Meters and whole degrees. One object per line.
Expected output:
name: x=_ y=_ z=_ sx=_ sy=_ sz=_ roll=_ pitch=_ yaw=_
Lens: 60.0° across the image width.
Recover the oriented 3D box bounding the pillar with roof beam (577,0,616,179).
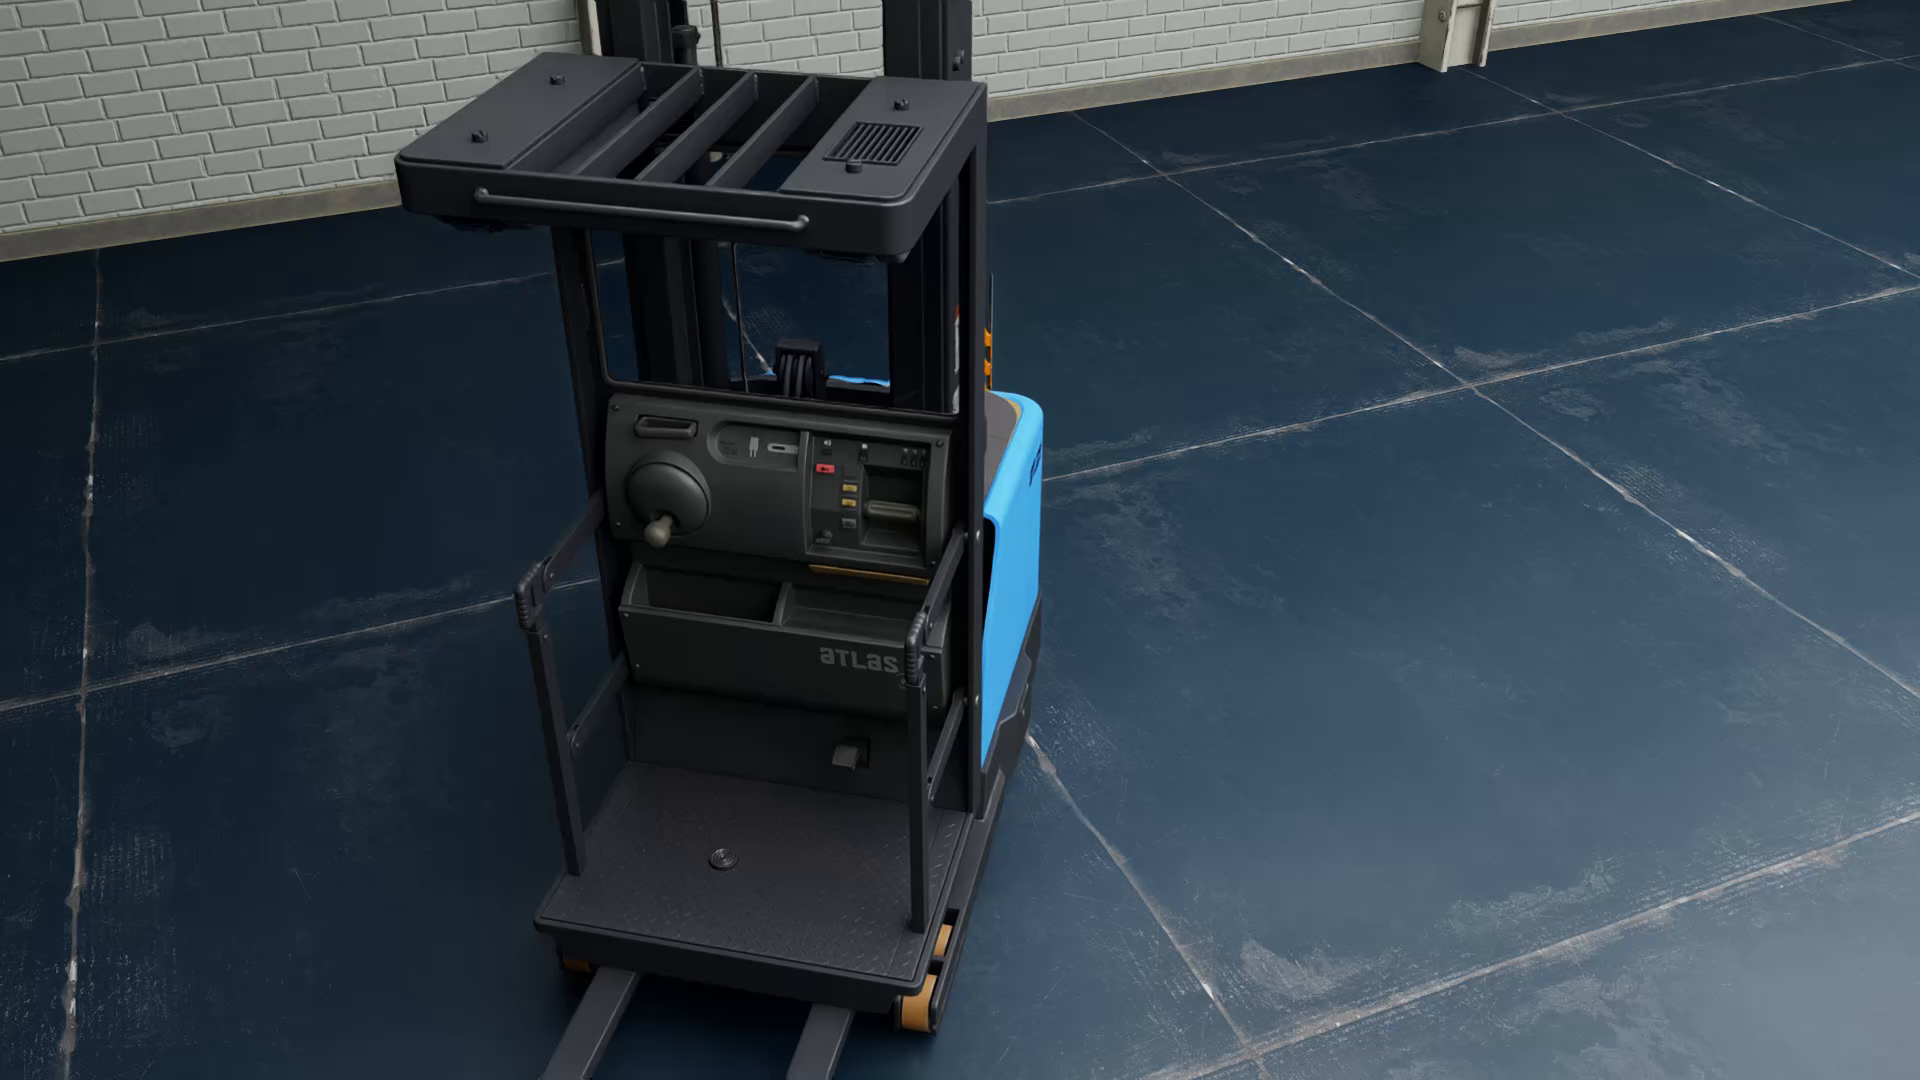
pillar with roof beam: x=-0.306 y=-3.804 z=4.345 sx=0.400 sy=9.000 sz=9.100 roll=-13 pitch=35 yaw=-19

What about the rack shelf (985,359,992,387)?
rack shelf: x=-0.013 y=-0.664 z=6.311 sx=0.180 sy=0.103 sz=0.258 roll=-13 pitch=35 yaw=-19

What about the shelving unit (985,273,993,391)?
shelving unit: x=-0.013 y=-0.500 z=6.418 sx=0.189 sy=1.200 sz=0.258 roll=-13 pitch=35 yaw=-19

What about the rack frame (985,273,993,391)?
rack frame: x=0.071 y=-0.519 z=6.448 sx=0.006 sy=1.200 sz=0.240 roll=-13 pitch=35 yaw=-19

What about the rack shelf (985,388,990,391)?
rack shelf: x=-0.013 y=-0.563 z=6.377 sx=0.180 sy=0.103 sz=0.258 roll=-13 pitch=35 yaw=-19

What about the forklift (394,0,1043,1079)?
forklift: x=-0.532 y=-0.084 z=4.192 sx=1.130 sy=2.935 sz=3.031 roll=7 pitch=34 yaw=11

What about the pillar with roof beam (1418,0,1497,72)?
pillar with roof beam: x=5.226 y=-5.071 z=6.292 sx=0.400 sy=9.000 sz=9.100 roll=-13 pitch=35 yaw=-19

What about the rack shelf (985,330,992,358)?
rack shelf: x=-0.013 y=-0.764 z=6.246 sx=0.180 sy=0.103 sz=0.258 roll=-13 pitch=35 yaw=-19
